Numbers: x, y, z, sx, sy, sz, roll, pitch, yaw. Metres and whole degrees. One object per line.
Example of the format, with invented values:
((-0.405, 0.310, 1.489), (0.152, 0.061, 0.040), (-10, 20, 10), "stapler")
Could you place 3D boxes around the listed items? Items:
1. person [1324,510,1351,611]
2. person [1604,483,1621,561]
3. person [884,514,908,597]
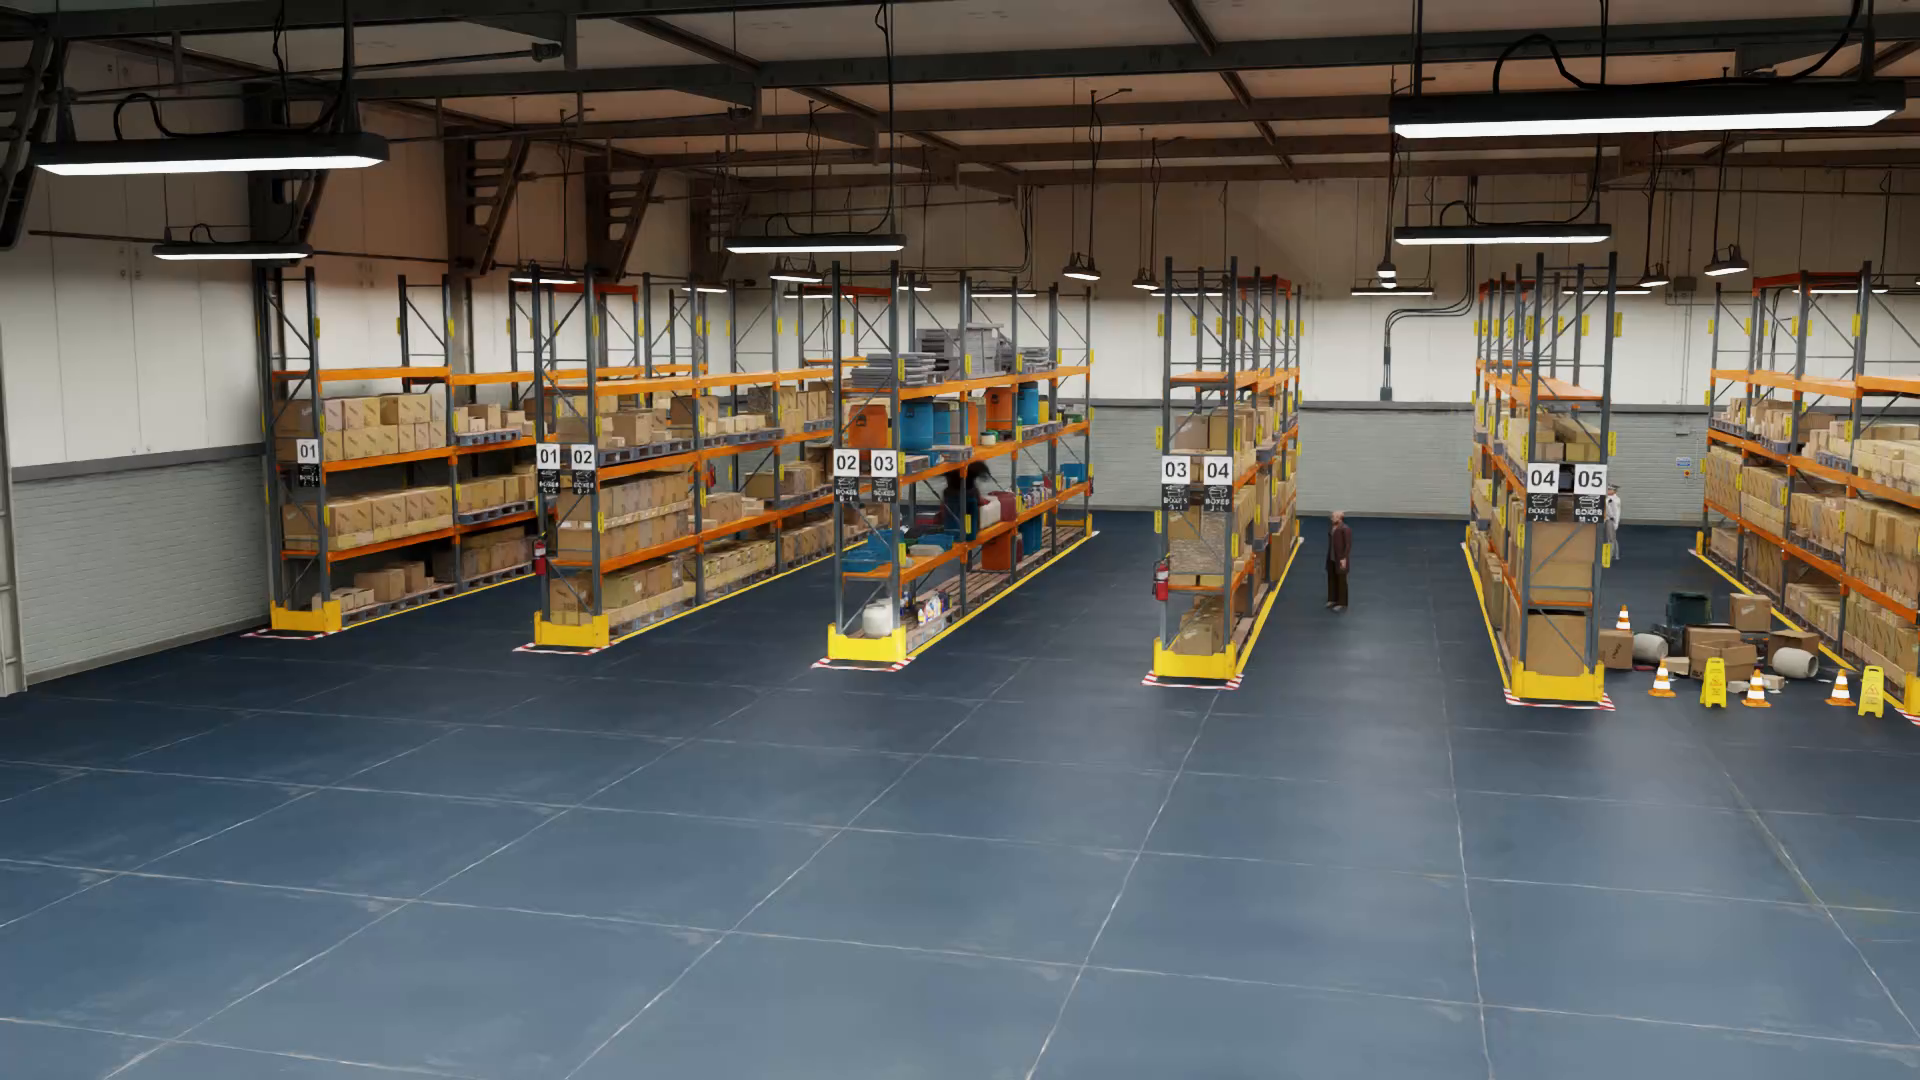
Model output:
((6.747, 0.361, 29.747), (0.394, 1.799, 0.611), (-5, 9, -33), "person")
((14.109, -0.395, 36.068), (0.421, 1.681, 0.504), (2, 7, 15), "person")
((-1.154, 0.357, 30.177), (0.517, 1.699, 0.369), (3, 8, 26), "person")
